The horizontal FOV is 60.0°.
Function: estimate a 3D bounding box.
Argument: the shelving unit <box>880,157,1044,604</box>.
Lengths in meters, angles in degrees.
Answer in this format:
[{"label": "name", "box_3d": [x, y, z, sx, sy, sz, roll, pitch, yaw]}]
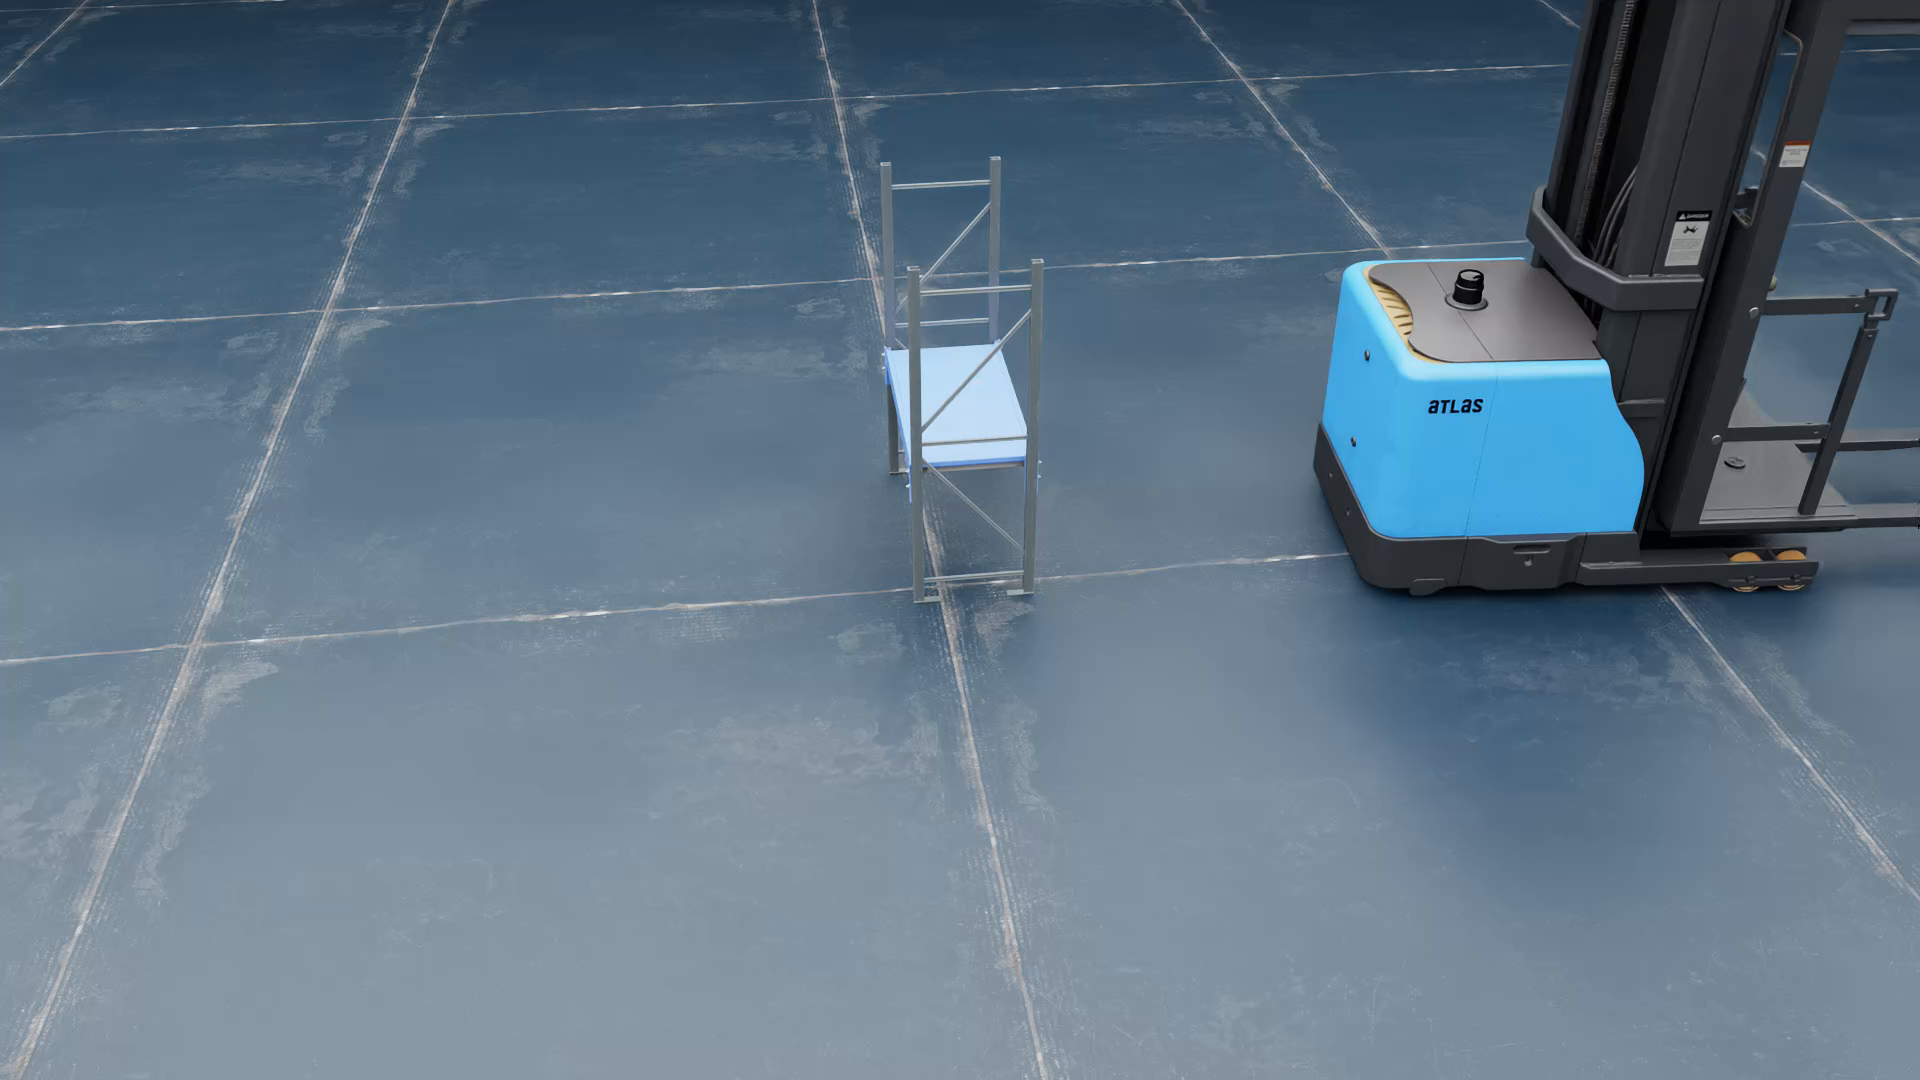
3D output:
[{"label": "shelving unit", "box_3d": [-0.011, -0.667, 6.897, 0.538, 1.500, 1.048, -4, 35, -6]}]

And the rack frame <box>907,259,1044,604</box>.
[{"label": "rack frame", "box_3d": [0.057, -0.384, 6.481, 0.500, 1.500, 0.032, -4, 35, -6]}]

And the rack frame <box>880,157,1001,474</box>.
[{"label": "rack frame", "box_3d": [-0.080, -0.951, 7.314, 0.500, 1.500, 0.032, -4, 35, -6]}]

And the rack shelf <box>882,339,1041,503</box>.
[{"label": "rack shelf", "box_3d": [-0.011, -0.519, 6.999, 0.538, 0.185, 1.000, -4, 35, -6]}]

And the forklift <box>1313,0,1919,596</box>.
[{"label": "forklift", "box_3d": [3.152, -1.292, 6.543, 3.031, 2.935, 1.130, -2, 34, -3]}]
